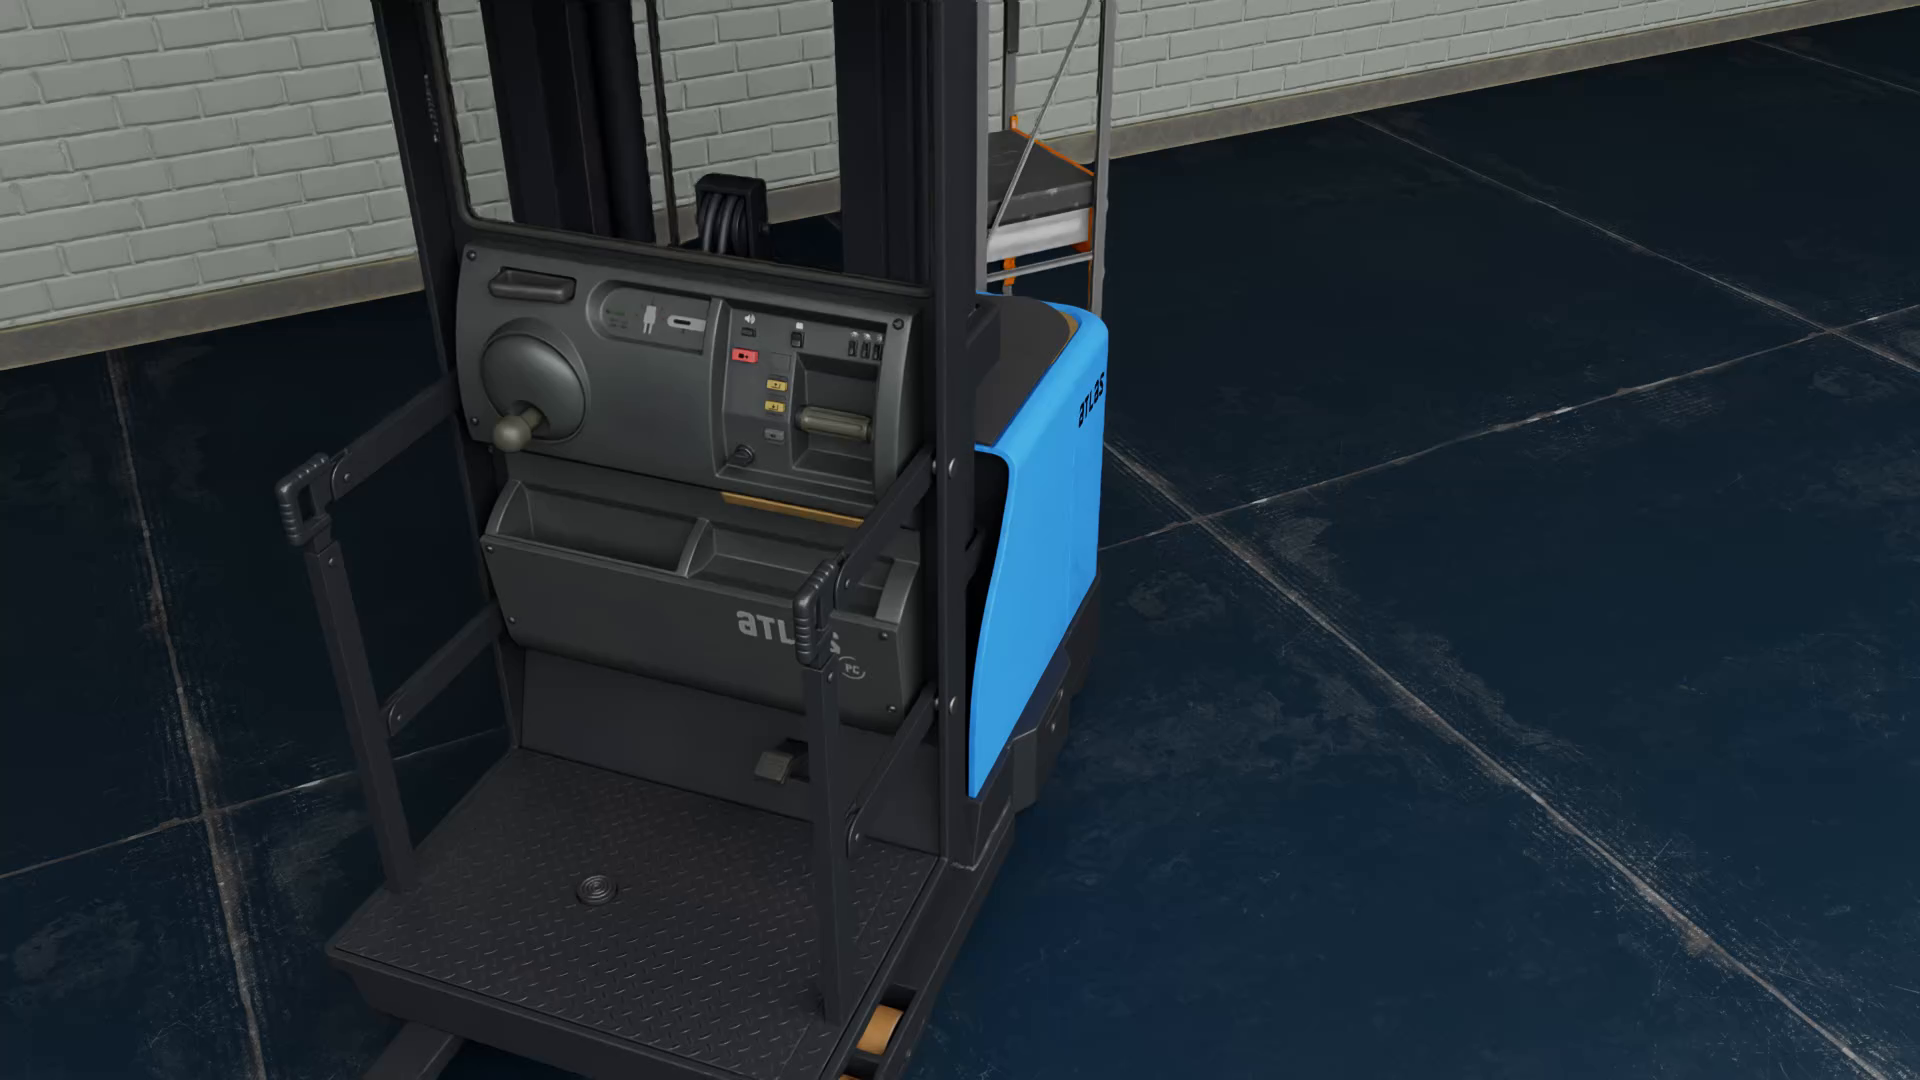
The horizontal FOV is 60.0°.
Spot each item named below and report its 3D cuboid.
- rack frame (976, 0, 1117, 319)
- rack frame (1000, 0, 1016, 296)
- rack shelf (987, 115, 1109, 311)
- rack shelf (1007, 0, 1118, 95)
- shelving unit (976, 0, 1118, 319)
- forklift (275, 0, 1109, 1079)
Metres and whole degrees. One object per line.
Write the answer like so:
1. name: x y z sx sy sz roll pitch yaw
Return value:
1. rack frame: 0.212 -0.724 4.434 0.400 2.100 0.015 -16 36 -24
2. rack frame: -0.022 -0.955 4.794 0.400 2.100 0.015 -16 36 -24
3. rack shelf: 0.095 -0.828 4.622 0.431 0.518 0.480 -16 36 -24
4. rack shelf: 0.095 -1.418 4.244 0.431 0.518 0.480 -16 36 -24
5. shelving unit: 0.095 -0.840 4.614 0.431 2.100 0.503 -16 36 -24
6. forklift: -0.602 -0.254 2.929 1.130 2.935 3.031 11 34 17
